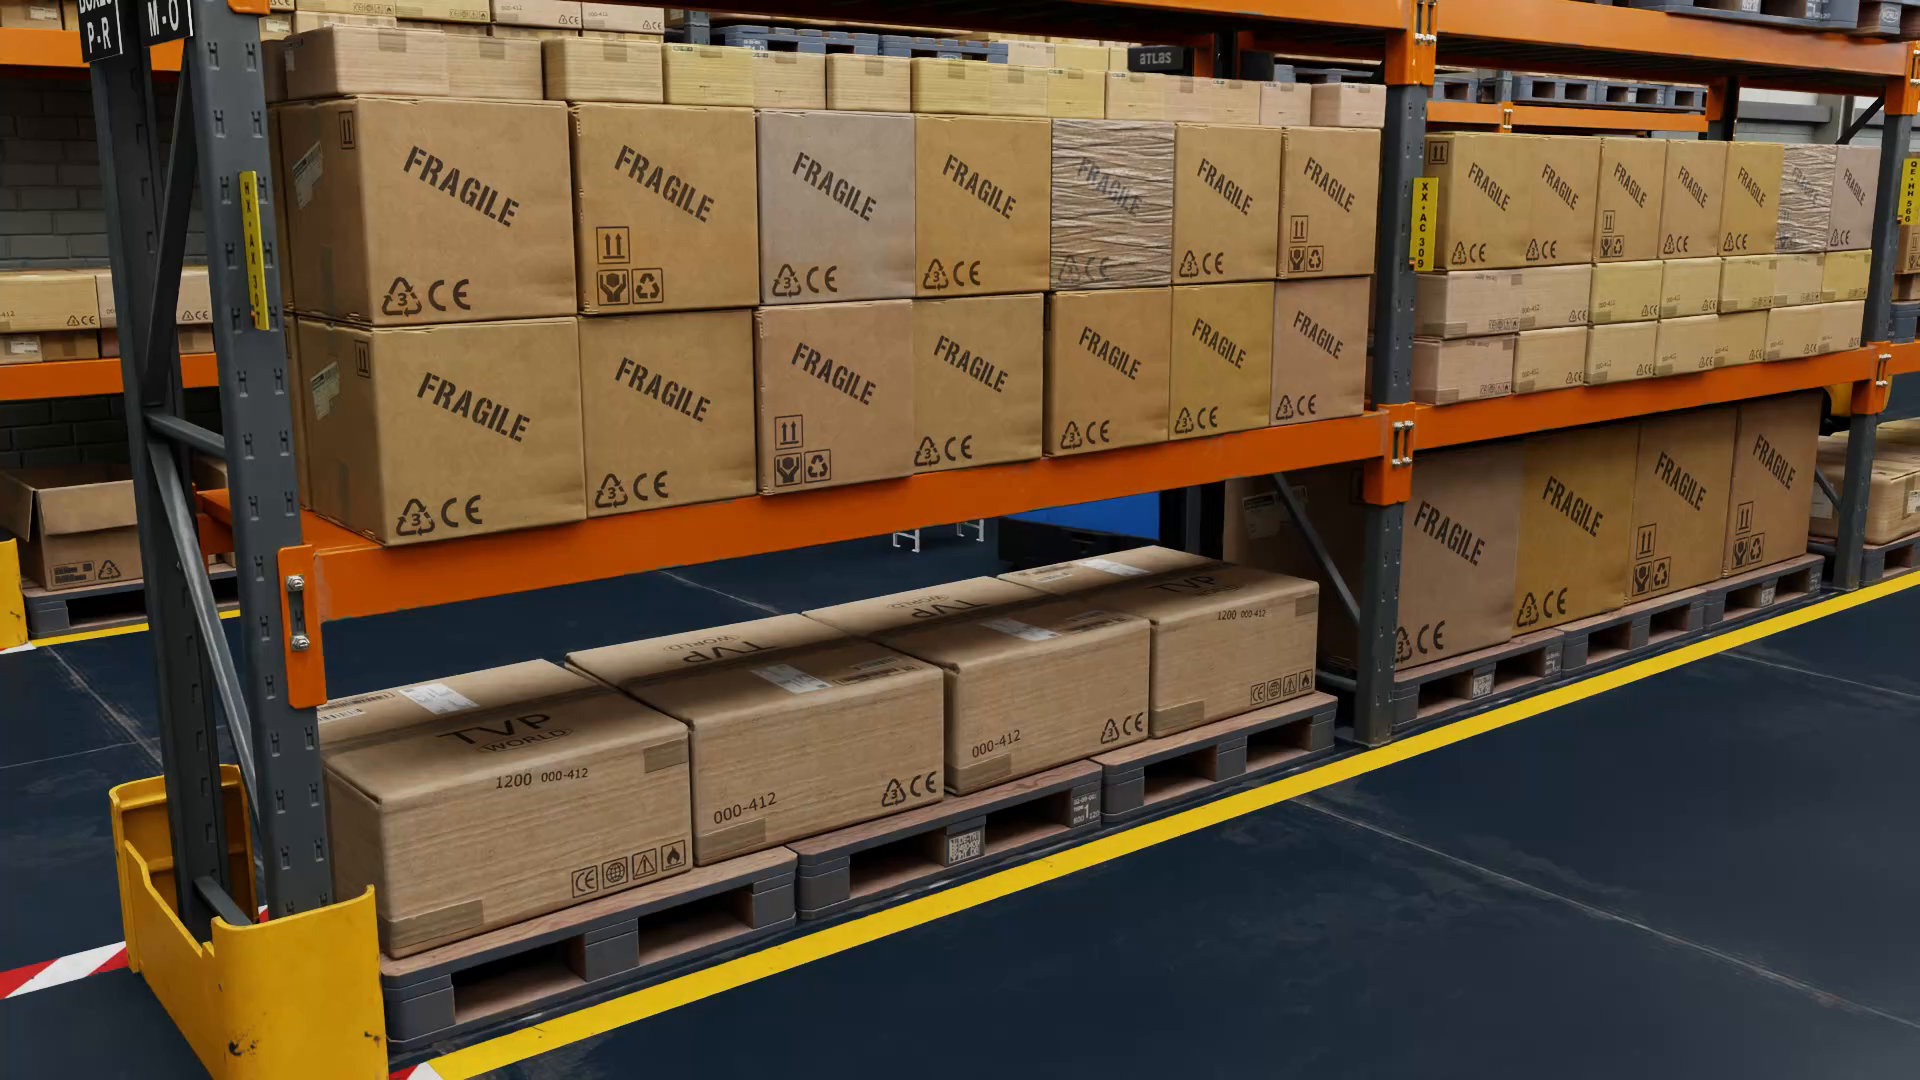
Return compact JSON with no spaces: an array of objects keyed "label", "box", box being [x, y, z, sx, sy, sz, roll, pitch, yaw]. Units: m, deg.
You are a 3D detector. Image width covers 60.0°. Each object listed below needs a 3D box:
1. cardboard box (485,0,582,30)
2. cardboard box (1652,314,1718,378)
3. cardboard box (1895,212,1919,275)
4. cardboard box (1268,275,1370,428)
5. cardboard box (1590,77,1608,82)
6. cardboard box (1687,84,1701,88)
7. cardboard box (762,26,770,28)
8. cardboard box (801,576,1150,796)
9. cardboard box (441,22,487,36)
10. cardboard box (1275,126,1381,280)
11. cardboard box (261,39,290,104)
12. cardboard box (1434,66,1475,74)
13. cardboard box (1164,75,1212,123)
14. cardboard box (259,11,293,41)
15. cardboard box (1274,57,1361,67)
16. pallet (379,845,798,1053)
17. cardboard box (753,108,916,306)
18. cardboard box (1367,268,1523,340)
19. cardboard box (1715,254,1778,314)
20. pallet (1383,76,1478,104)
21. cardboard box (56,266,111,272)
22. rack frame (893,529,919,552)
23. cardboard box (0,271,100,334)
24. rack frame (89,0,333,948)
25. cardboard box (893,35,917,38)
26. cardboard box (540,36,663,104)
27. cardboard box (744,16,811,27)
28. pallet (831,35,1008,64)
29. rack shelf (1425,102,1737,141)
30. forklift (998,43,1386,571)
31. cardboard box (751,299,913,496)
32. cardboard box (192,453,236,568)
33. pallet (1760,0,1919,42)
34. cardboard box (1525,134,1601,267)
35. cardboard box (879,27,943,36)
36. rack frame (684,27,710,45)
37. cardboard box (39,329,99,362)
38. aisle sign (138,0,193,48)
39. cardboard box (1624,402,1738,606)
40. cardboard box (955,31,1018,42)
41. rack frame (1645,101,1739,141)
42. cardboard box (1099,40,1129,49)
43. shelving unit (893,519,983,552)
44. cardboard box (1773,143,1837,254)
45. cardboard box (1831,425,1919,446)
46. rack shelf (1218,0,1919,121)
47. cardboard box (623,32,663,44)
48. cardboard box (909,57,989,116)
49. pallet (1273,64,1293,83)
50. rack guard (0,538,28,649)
[{"label":"cardboard box","box":[-2.419,-2.924,9.100,0.500,0.250,0.500,-10,16,-40]},{"label":"cardboard box","box":[3.022,-0.888,7.449,0.500,0.250,0.500,-10,15,-39]},{"label":"cardboard box","box":[4.923,-1.692,8.907,0.500,0.500,0.500,-10,16,-39]},{"label":"cardboard box","box":[1.102,-0.699,5.961,0.500,0.500,0.500,-9,15,-37]},{"label":"cardboard box","box":[5.796,-4.394,15.451,0.258,0.266,0.396,-10,15,-39]},{"label":"cardboard box","box":[7.113,-4.556,16.494,0.250,0.149,0.380,-10,16,-39]},{"label":"cardboard box","box":[-1.227,-3.278,10.477,0.250,0.149,0.380,-10,16,-39]},{"label":"cardboard box","box":[0.048,0.476,5.823,0.875,0.438,0.875,-10,16,-39]},{"label":"cardboard box","box":[-2.726,-2.681,8.916,0.250,0.149,0.380,-9,15,-36]},{"label":"cardboard box","box":[1.108,-1.184,5.836,0.500,0.500,0.500,-10,15,-38]},{"label":"cardboard box","box":[-1.664,-1.168,4.196,0.250,0.149,0.380,-9,15,-37]},{"label":"cardboard box","box":[4.034,-4.139,14.143,0.500,0.311,0.500,-10,16,-39]},{"label":"cardboard box","box":[0.601,-1.433,5.445,0.250,0.149,0.380,-10,15,-38]},{"label":"cardboard box","box":[-3.516,-2.547,8.288,0.250,0.149,0.380,-10,15,-38]},{"label":"cardboard box","box":[2.836,-4.033,13.186,0.500,0.500,0.500,-9,15,-36]},{"label":"pallet","box":[-1.244,1.014,4.843,1.213,0.211,1.003,-9,15,-38]},{"label":"cardboard box","box":[-0.470,-0.923,4.608,0.500,0.500,0.500,-10,15,-38]},{"label":"cardboard box","box":[1.824,-0.935,6.467,0.500,0.250,0.500,-10,16,-39]},{"label":"cardboard box","box":[3.423,-1.201,7.723,0.500,0.250,0.500,-10,16,-39]},{"label":"pallet","box":[3.766,-3.852,14.287,1.217,0.209,0.805,-10,16,-40]},{"label":"cardboard box","box":[-4.326,-1.279,8.577,0.500,0.250,0.500,-9,15,-37]},{"label":"rack frame","box":[-0.320,-0.534,9.754,0.015,1.200,0.240,-9,15,-38]},{"label":"cardboard box","box":[-4.401,-1.125,7.850,0.500,0.250,0.500,-9,15,-37]},{"label":"rack frame","box":[-1.819,-0.233,4.005,0.127,3.000,1.000,-9,15,-38]},{"label":"cardboard box","box":[-0.433,-3.415,11.123,0.250,0.149,0.380,-9,15,-37]},{"label":"cardboard box","box":[-0.934,-1.150,4.115,0.250,0.149,0.380,-9,15,-36]},{"label":"cardboard box","box":[-1.094,-3.158,9.910,0.250,0.149,0.380,-9,15,-37]},{"label":"pallet","box":[-0.439,-3.140,10.928,1.003,0.211,1.213,-9,15,-38]},{"label":"rack shelf","box":[6.009,-3.970,16.113,4.000,0.370,1.077,-9,15,-38]},{"label":"forklift","box":[1.702,-1.162,8.545,3.031,2.935,1.130,9,15,35]},{"label":"cardboard box","box":[-0.479,-0.431,4.696,0.500,0.500,0.500,-10,15,-38]},{"label":"cardboard box","box":[-3.695,-0.189,8.804,0.500,0.500,0.700,-9,15,-35]},{"label":"pallet","box":[3.958,-2.554,8.168,1.003,0.211,1.213,-9,15,-35]},{"label":"cardboard box","box":[2.207,-1.371,6.717,0.500,0.500,0.500,-10,15,-38]},{"label":"cardboard box","box":[-0.318,-3.294,10.552,0.250,0.149,0.380,-9,15,-36]},{"label":"rack frame","box":[-1.800,-1.557,10.239,0.127,3.000,1.000,-9,15,-38]},{"label":"cardboard box","box":[-4.325,-0.954,8.002,0.250,0.149,0.380,-9,15,-36]},{"label":"aisle sign","box":[-1.694,-1.448,3.470,0.004,0.787,0.394,-9,15,-38]},{"label":"cardboard box","box":[3.137,-0.246,8.170,0.875,0.875,0.875,-9,15,-37]},{"label":"cardboard box","box":[0.176,-3.417,11.179,0.250,0.149,0.380,-9,15,-36]},{"label":"rack frame","box":[7.571,-3.114,17.572,0.127,3.000,1.000,-9,15,-38]},{"label":"cardboard box","box":[0.983,-3.549,11.802,0.250,0.149,0.380,-10,15,-39]},{"label":"shelving unit","box":[-0.129,-0.565,9.903,0.503,1.200,0.258,-9,15,-38]},{"label":"cardboard box","box":[3.792,-1.632,7.944,0.500,0.500,0.500,-9,15,-37]},{"label":"cardboard box","box":[6.042,-0.457,10.377,0.625,0.372,0.950,-9,15,-36]},{"label":"rack shelf","box":[2.866,-2.127,7.435,4.000,0.370,1.077,-9,15,-38]},{"label":"cardboard box","box":[-1.896,-2.807,9.508,0.250,0.149,0.380,-10,15,-38]},{"label":"cardboard box","box":[-0.132,-1.284,4.745,0.250,0.149,0.380,-10,16,-39]},{"label":"pallet","box":[1.798,-3.553,12.874,1.003,0.211,1.213,-9,15,-35]},{"label":"rack guard","box":[-4.864,0.175,8.100,0.348,0.500,1.175,-9,15,-38]}]
